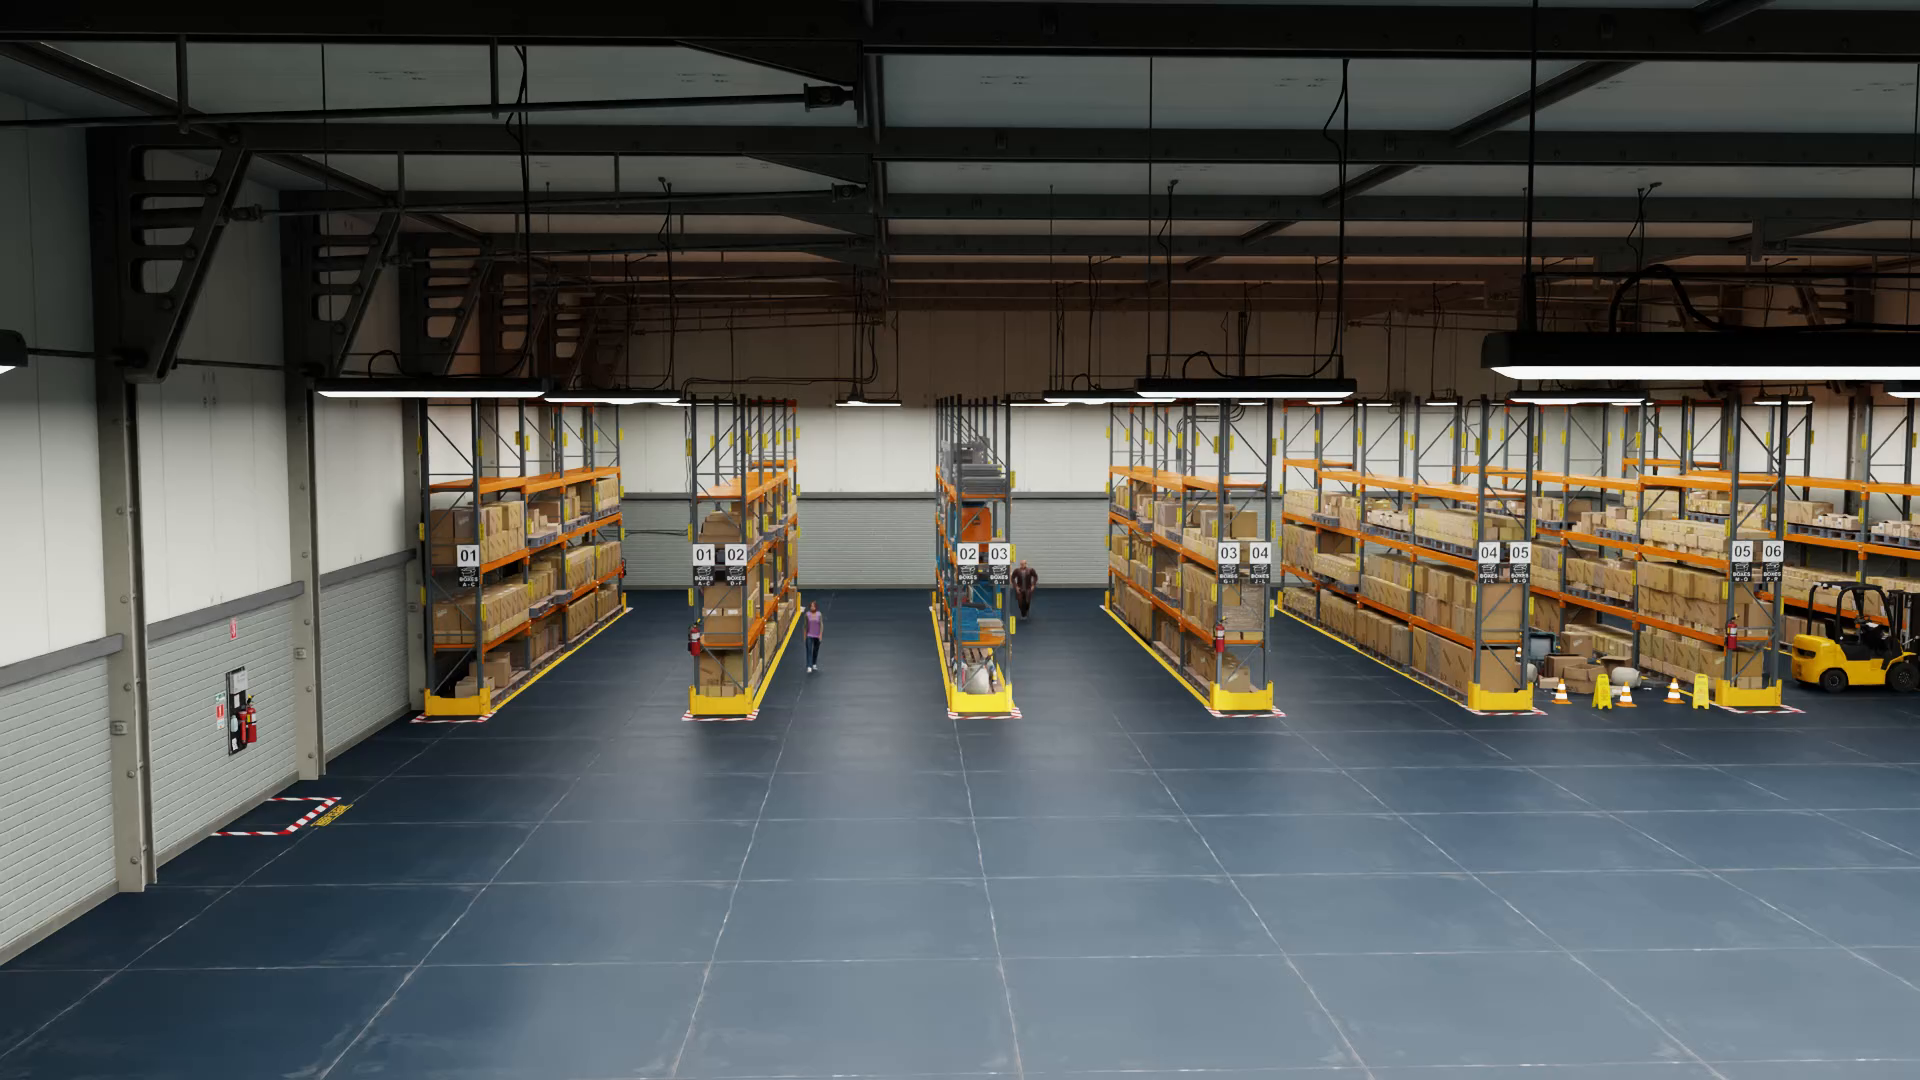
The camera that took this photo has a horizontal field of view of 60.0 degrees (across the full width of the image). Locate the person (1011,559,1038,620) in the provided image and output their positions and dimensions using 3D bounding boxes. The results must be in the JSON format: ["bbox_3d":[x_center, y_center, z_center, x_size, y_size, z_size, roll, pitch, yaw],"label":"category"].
[{"bbox_3d":[1.745,1.345,45.065,0.745,1.685,0.654,0,5,6],"label":"person"}]

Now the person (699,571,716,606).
[{"bbox_3d":[-6.719,1.361,44.678,0.599,1.667,1.068,0,5,-5],"label":"person"}]

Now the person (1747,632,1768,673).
[{"bbox_3d":[17.349,2.097,36.108,0.520,1.584,0.741,0,5,-4],"label":"person"}]

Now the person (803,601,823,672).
[{"bbox_3d":[-3.174,2.092,36.032,0.434,1.546,0.967,-1,5,-15],"label":"person"}]
